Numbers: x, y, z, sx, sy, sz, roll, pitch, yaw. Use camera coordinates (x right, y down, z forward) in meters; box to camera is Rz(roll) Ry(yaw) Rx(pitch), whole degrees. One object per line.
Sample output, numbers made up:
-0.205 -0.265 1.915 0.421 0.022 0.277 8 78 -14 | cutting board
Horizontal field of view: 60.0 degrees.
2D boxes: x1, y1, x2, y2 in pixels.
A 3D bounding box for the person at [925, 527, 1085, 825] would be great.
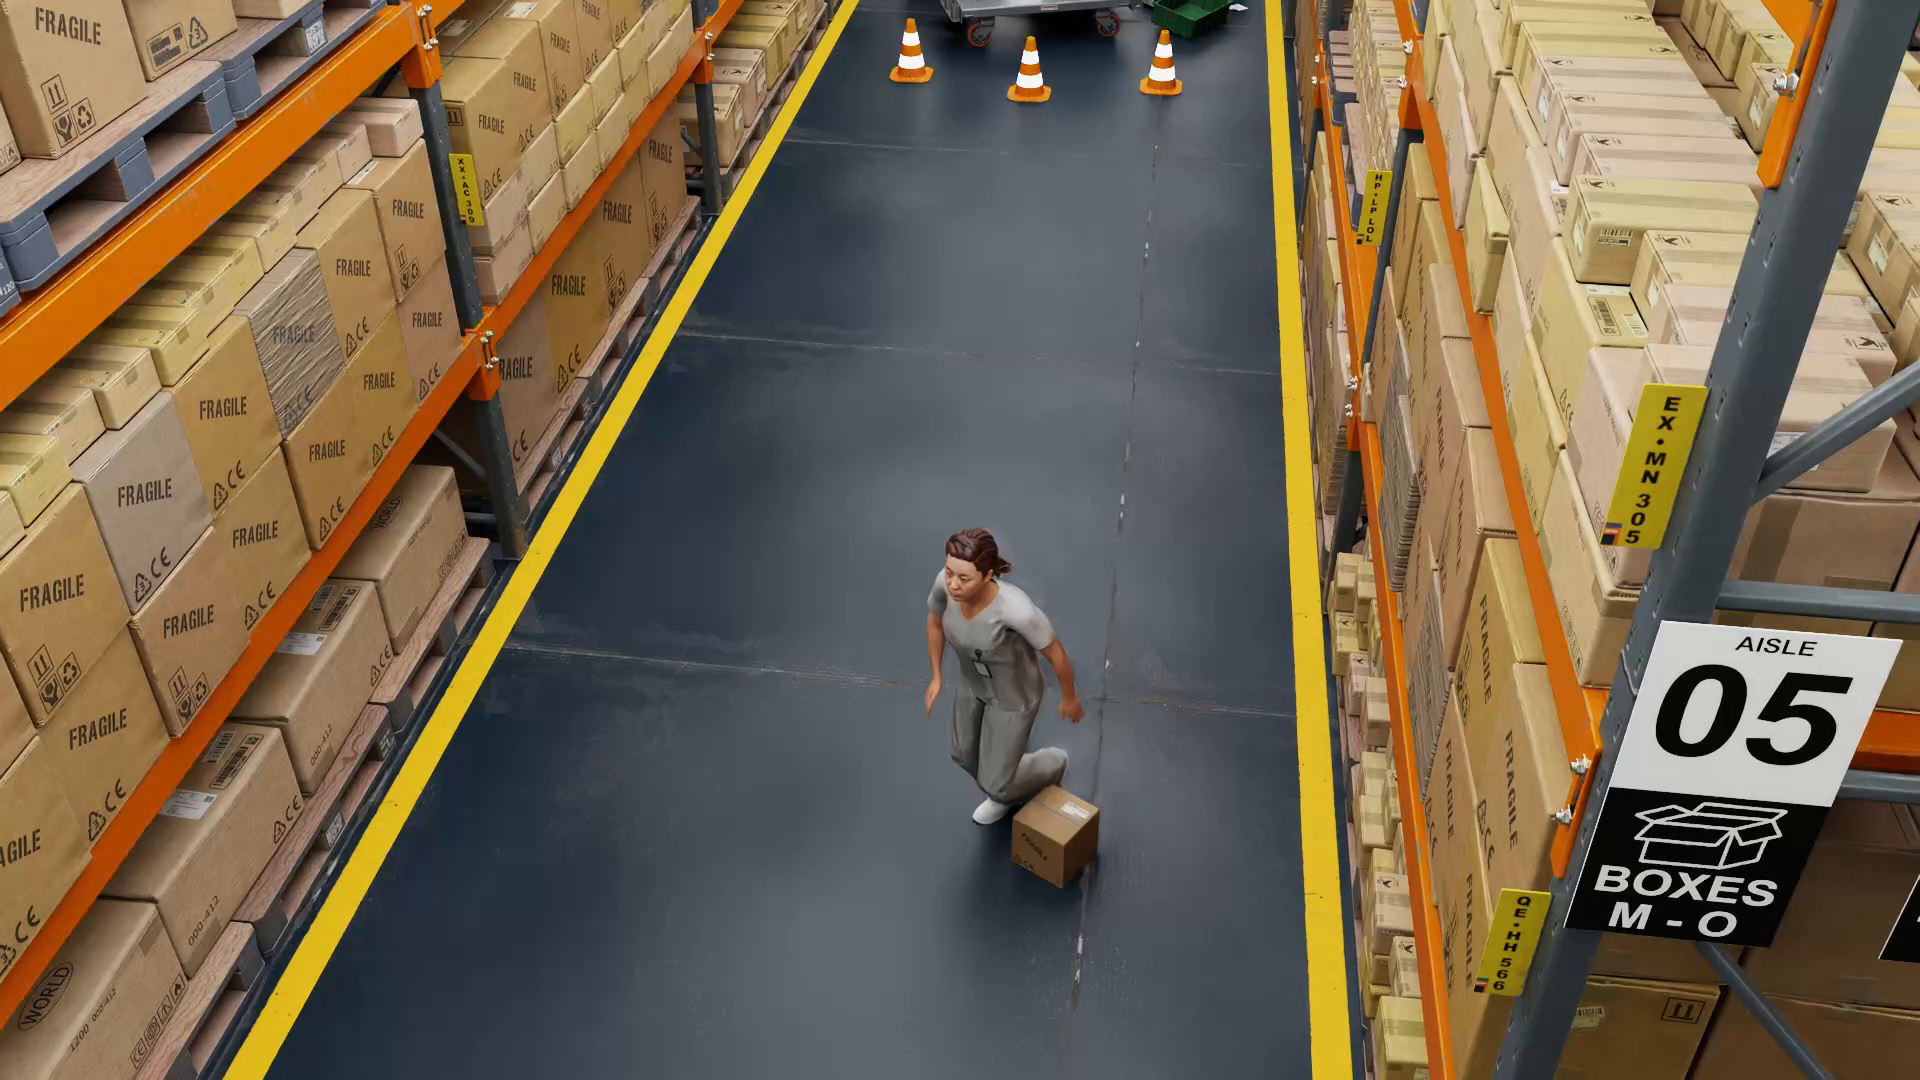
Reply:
0.190 0.547 6.380 0.622 1.579 0.585 -28 45 -32 | person
